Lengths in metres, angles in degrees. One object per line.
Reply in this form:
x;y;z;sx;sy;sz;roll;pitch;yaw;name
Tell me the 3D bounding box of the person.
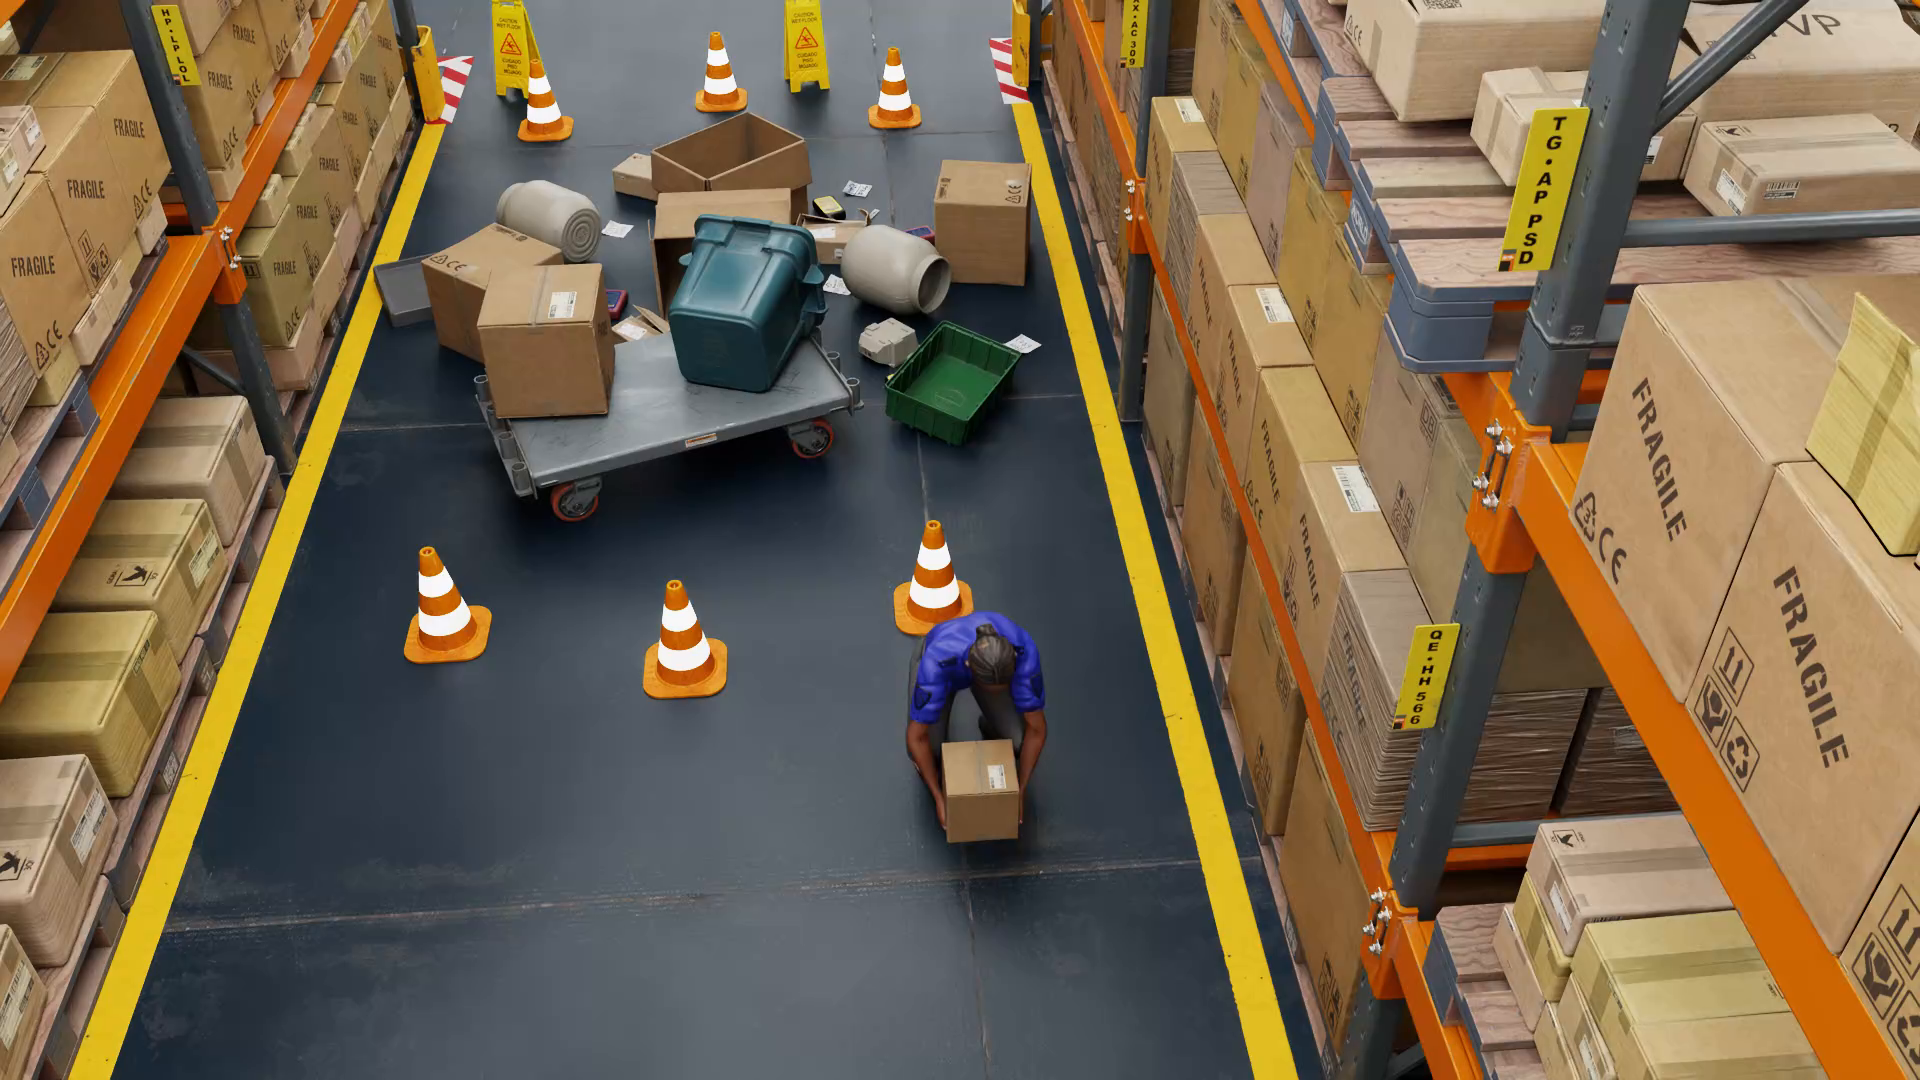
0.046;0.574;6.053;0.503;0.919;0.828;-3;39;-4;person
